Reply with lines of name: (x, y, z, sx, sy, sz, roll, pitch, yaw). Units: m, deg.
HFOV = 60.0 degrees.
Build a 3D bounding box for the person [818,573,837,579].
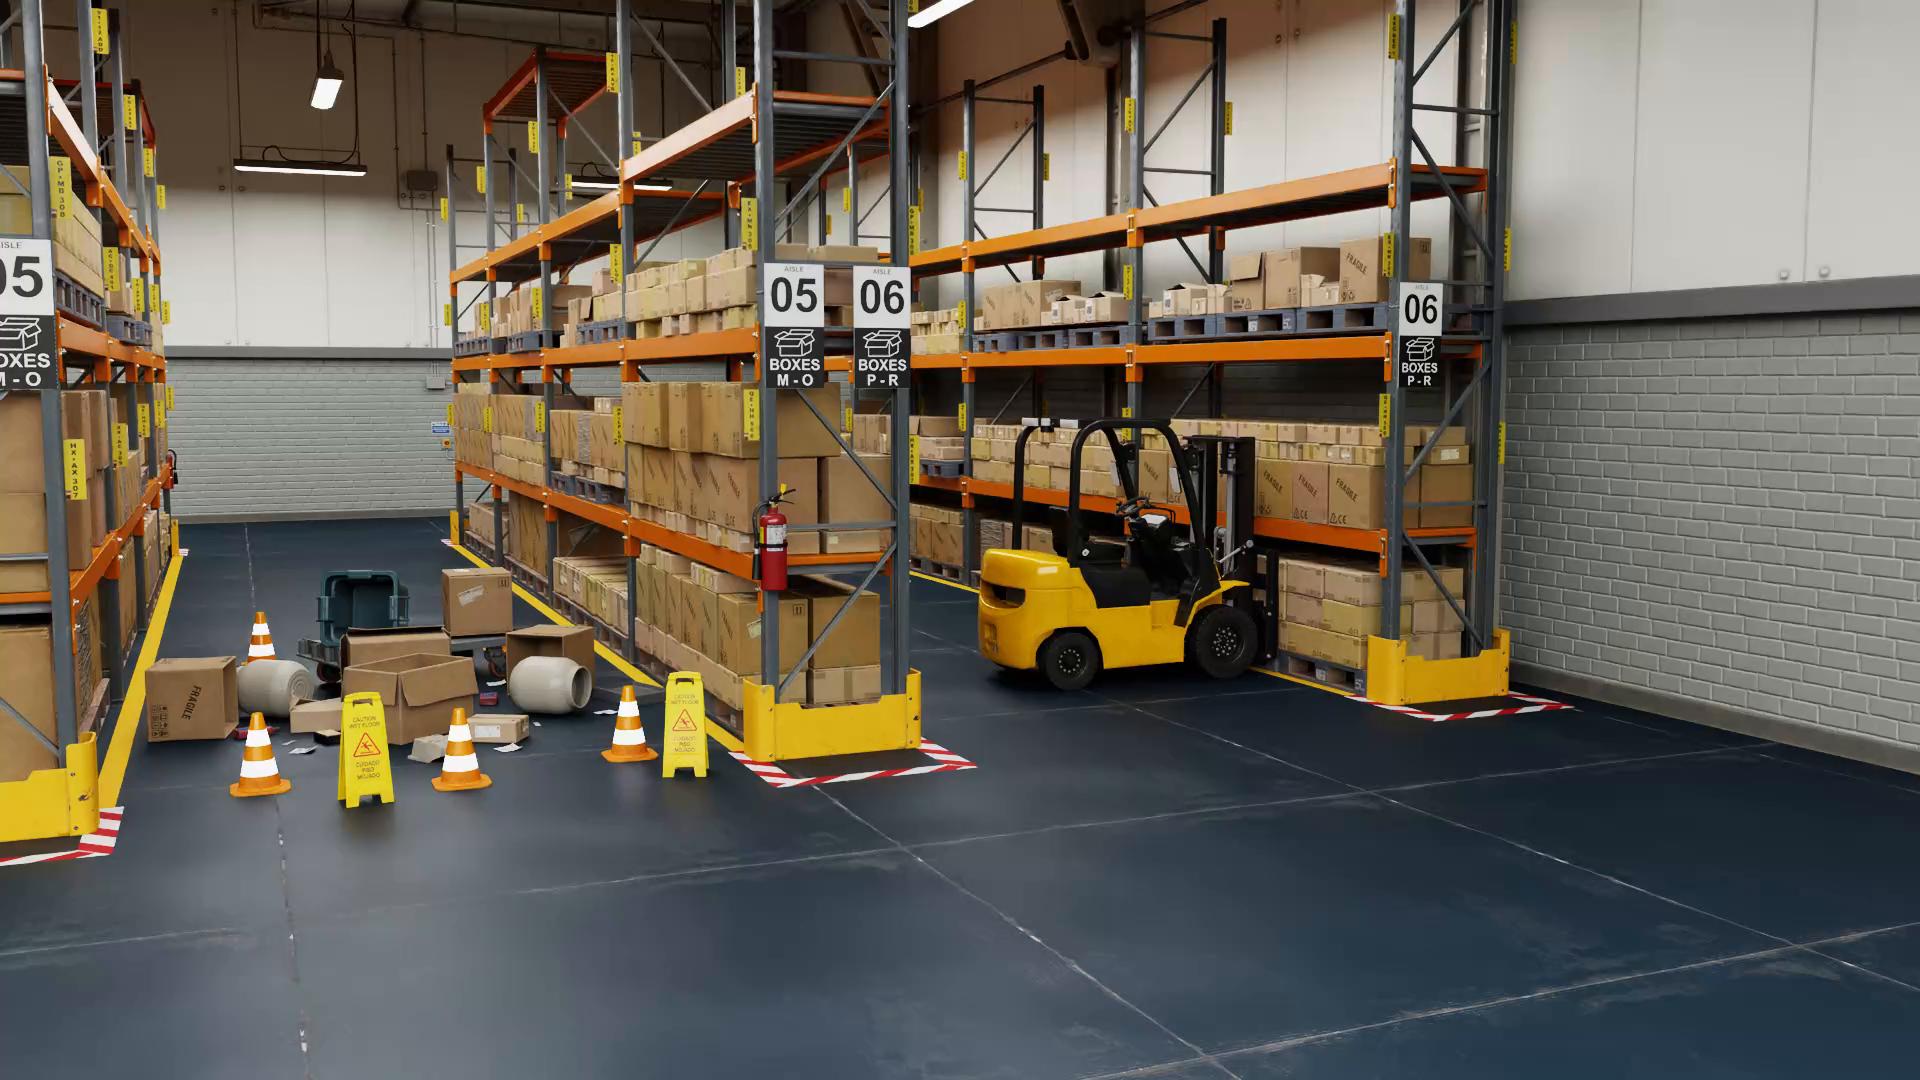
person: (-1.562, 0.325, 17.219, 0.956, 1.013, 0.528, -3, 6, -26)
